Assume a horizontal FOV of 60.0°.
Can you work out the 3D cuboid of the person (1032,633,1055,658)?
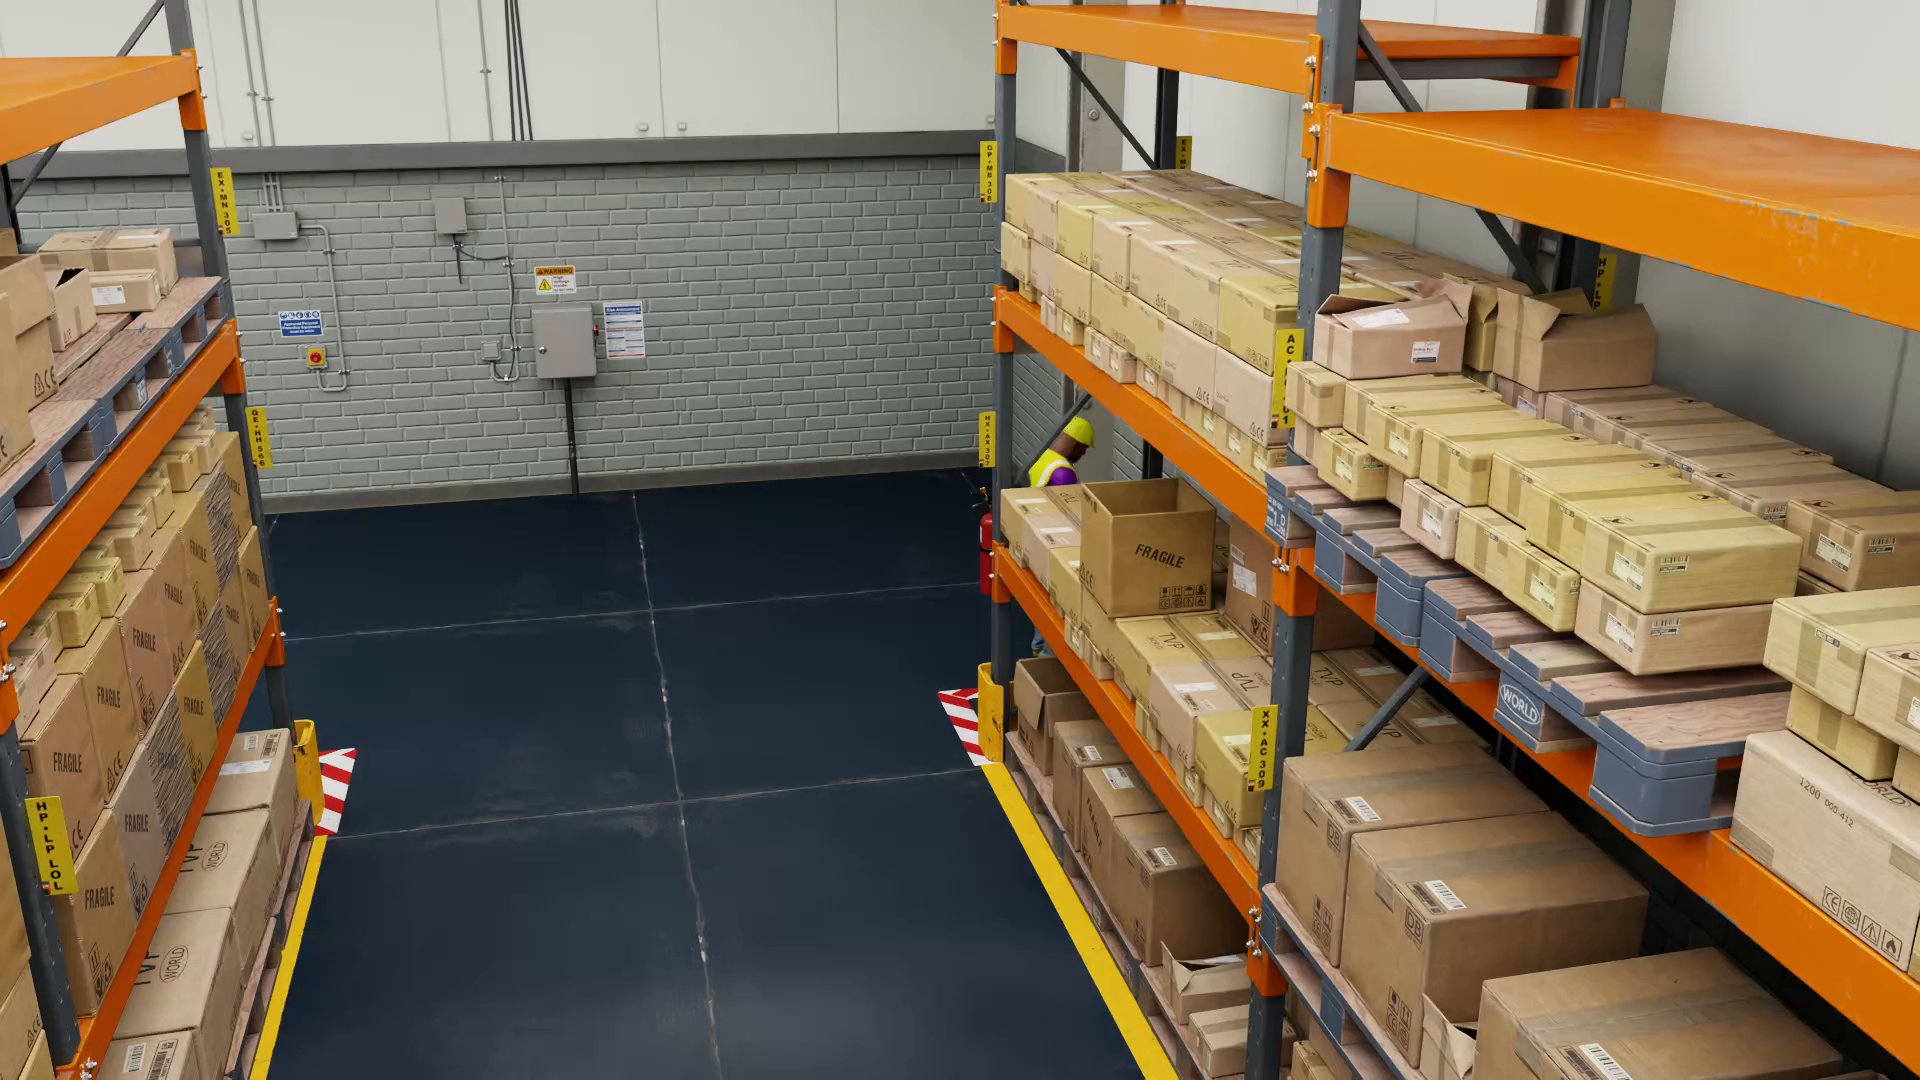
[{"bbox_3d":[0.764,0.328,11.237,0.887,1.017,0.590,-5,20,-13],"label":"person"}]
